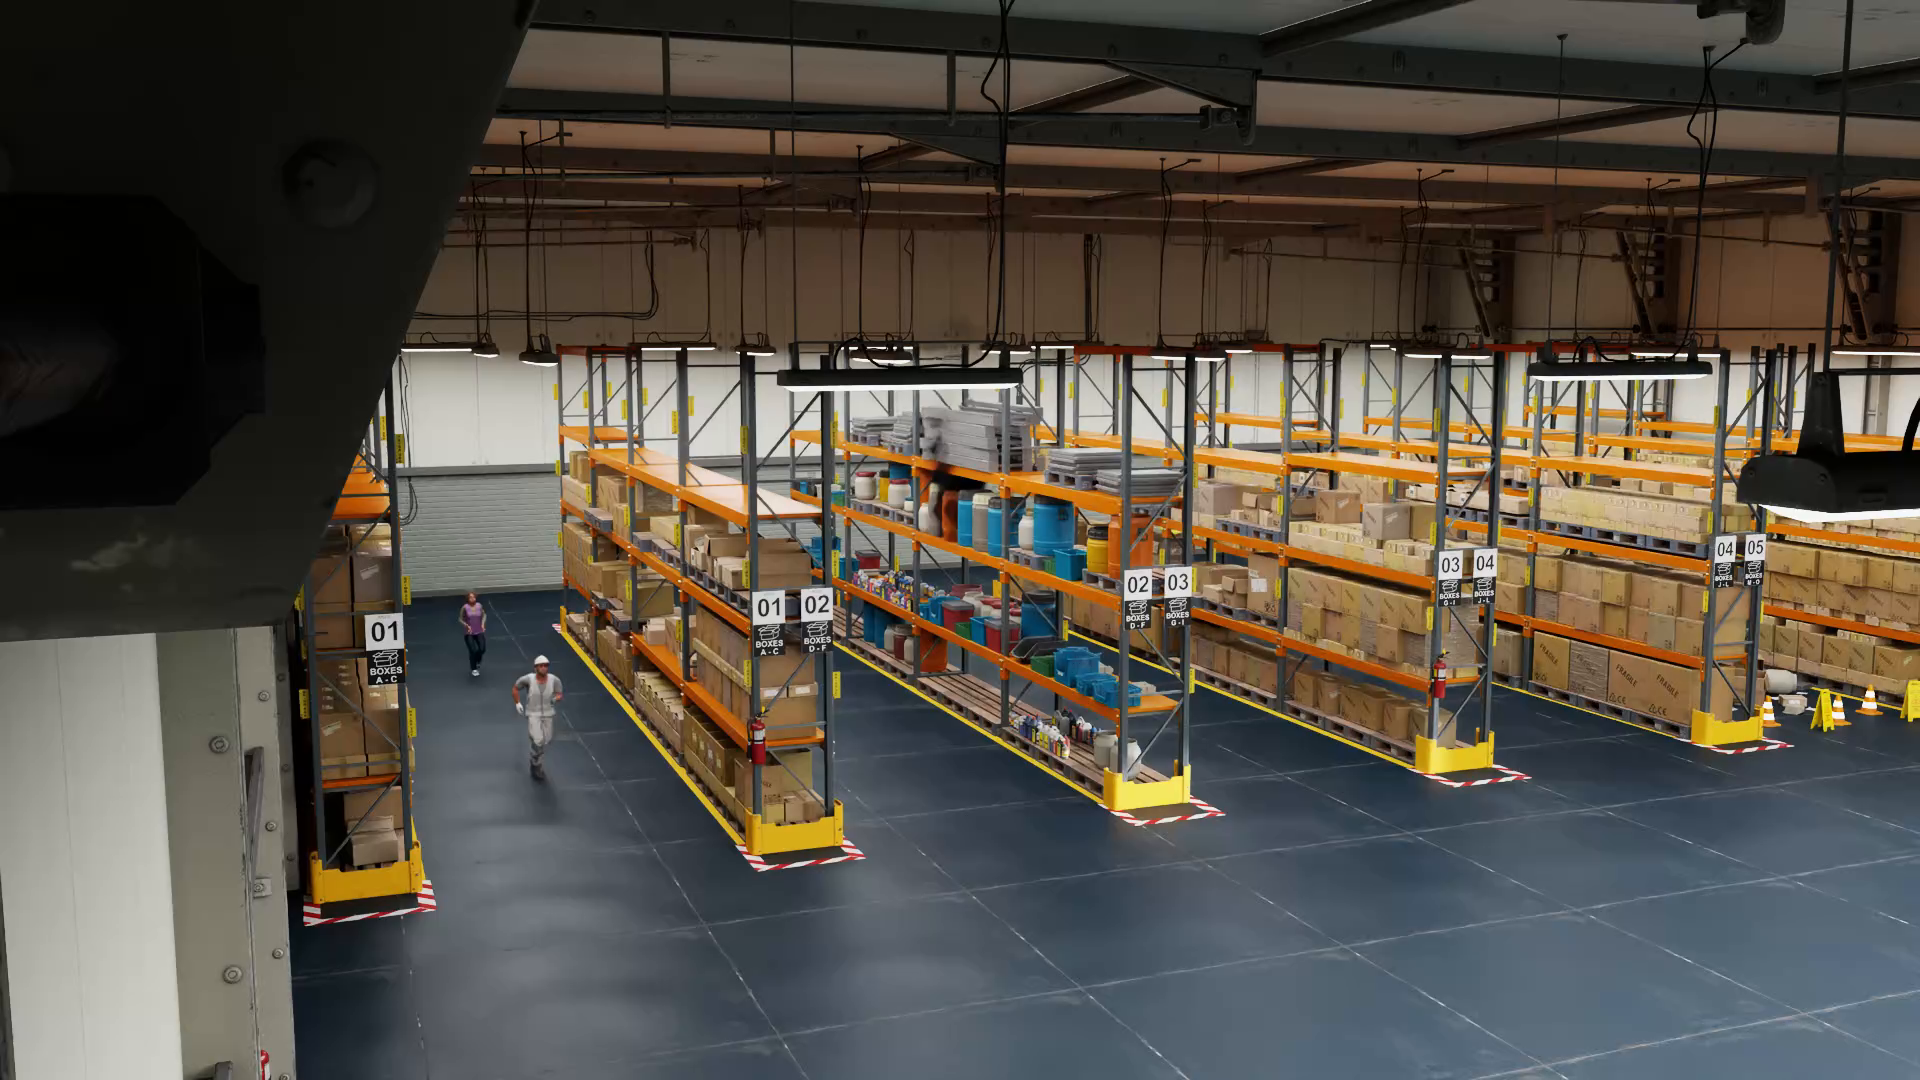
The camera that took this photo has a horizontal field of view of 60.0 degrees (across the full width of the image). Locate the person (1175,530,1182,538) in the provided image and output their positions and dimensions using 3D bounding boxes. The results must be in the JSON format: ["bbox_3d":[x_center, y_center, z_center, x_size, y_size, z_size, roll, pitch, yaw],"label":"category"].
[{"bbox_3d":[4.972,0.614,38.060,0.717,1.812,0.848,-2,8,-16],"label":"person"}]

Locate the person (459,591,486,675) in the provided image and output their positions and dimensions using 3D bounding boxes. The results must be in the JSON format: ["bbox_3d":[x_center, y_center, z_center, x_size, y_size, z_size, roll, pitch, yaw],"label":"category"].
[{"bbox_3d":[-8.847,1.711,30.297,0.510,1.556,0.519,-4,8,-29],"label":"person"}]

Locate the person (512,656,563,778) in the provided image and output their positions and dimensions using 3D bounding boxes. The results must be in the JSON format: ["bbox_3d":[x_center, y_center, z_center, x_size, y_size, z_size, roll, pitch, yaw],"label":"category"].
[{"bbox_3d":[-5.902,2.486,23.388,0.647,1.751,0.735,-4,8,-30],"label":"person"}]
